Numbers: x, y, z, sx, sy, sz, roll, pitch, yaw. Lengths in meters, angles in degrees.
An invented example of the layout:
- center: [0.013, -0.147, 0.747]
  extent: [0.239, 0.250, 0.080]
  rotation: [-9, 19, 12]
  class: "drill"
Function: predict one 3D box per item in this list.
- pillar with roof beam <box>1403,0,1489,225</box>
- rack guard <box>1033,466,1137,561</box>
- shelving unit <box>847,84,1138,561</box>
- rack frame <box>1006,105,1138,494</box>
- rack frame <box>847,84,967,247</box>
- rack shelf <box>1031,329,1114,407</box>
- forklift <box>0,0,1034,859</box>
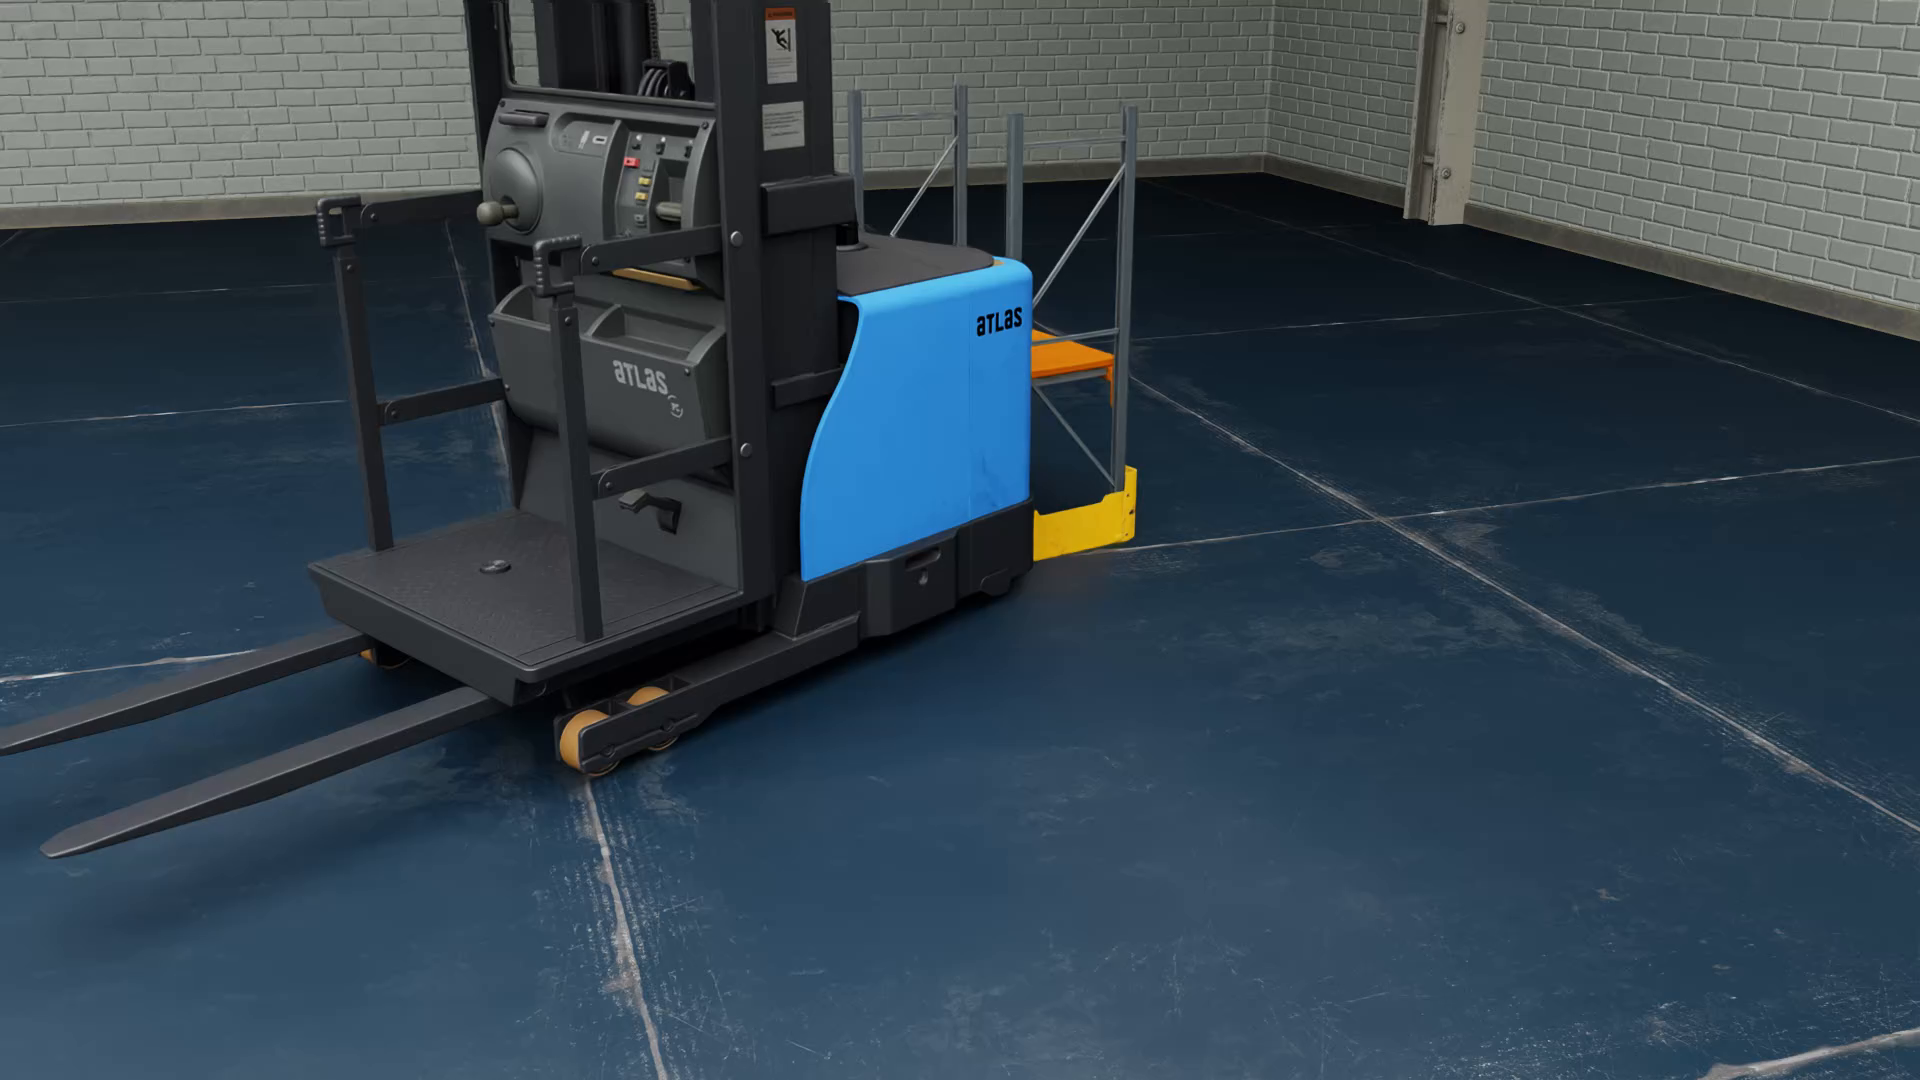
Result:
- center: [-0.457, -6.223, 9.929]
  extent: [9.100, 9.000, 0.400]
  rotation: [-6, 21, -17]
  class: "pillar with roof beam"
- center: [0.364, -0.084, 5.782]
  extent: [0.587, 0.250, 0.087]
  rotation: [-12, 23, -31]
  class: "rack guard"
- center: [0.092, -0.814, 5.963]
  extent: [0.587, 1.500, 1.083]
  rotation: [-12, 23, -31]
  class: "shelving unit"
- center: [0.364, -0.672, 5.570]
  extent: [0.500, 1.500, 0.032]
  rotation: [-12, 23, -31]
  class: "rack frame"
- center: [-0.190, -0.960, 6.371]
  extent: [0.500, 1.500, 0.032]
  rotation: [-12, 23, -31]
  class: "rack frame"
- center: [0.087, -0.647, 6.031]
  extent: [0.538, 0.185, 1.000]
  rotation: [-12, 23, -31]
  class: "rack shelf"
- center: [-1.117, -0.970, 4.282]
  extent: [1.130, 2.935, 3.031]
  rotation: [17, 26, 39]
  class: "forklift"
